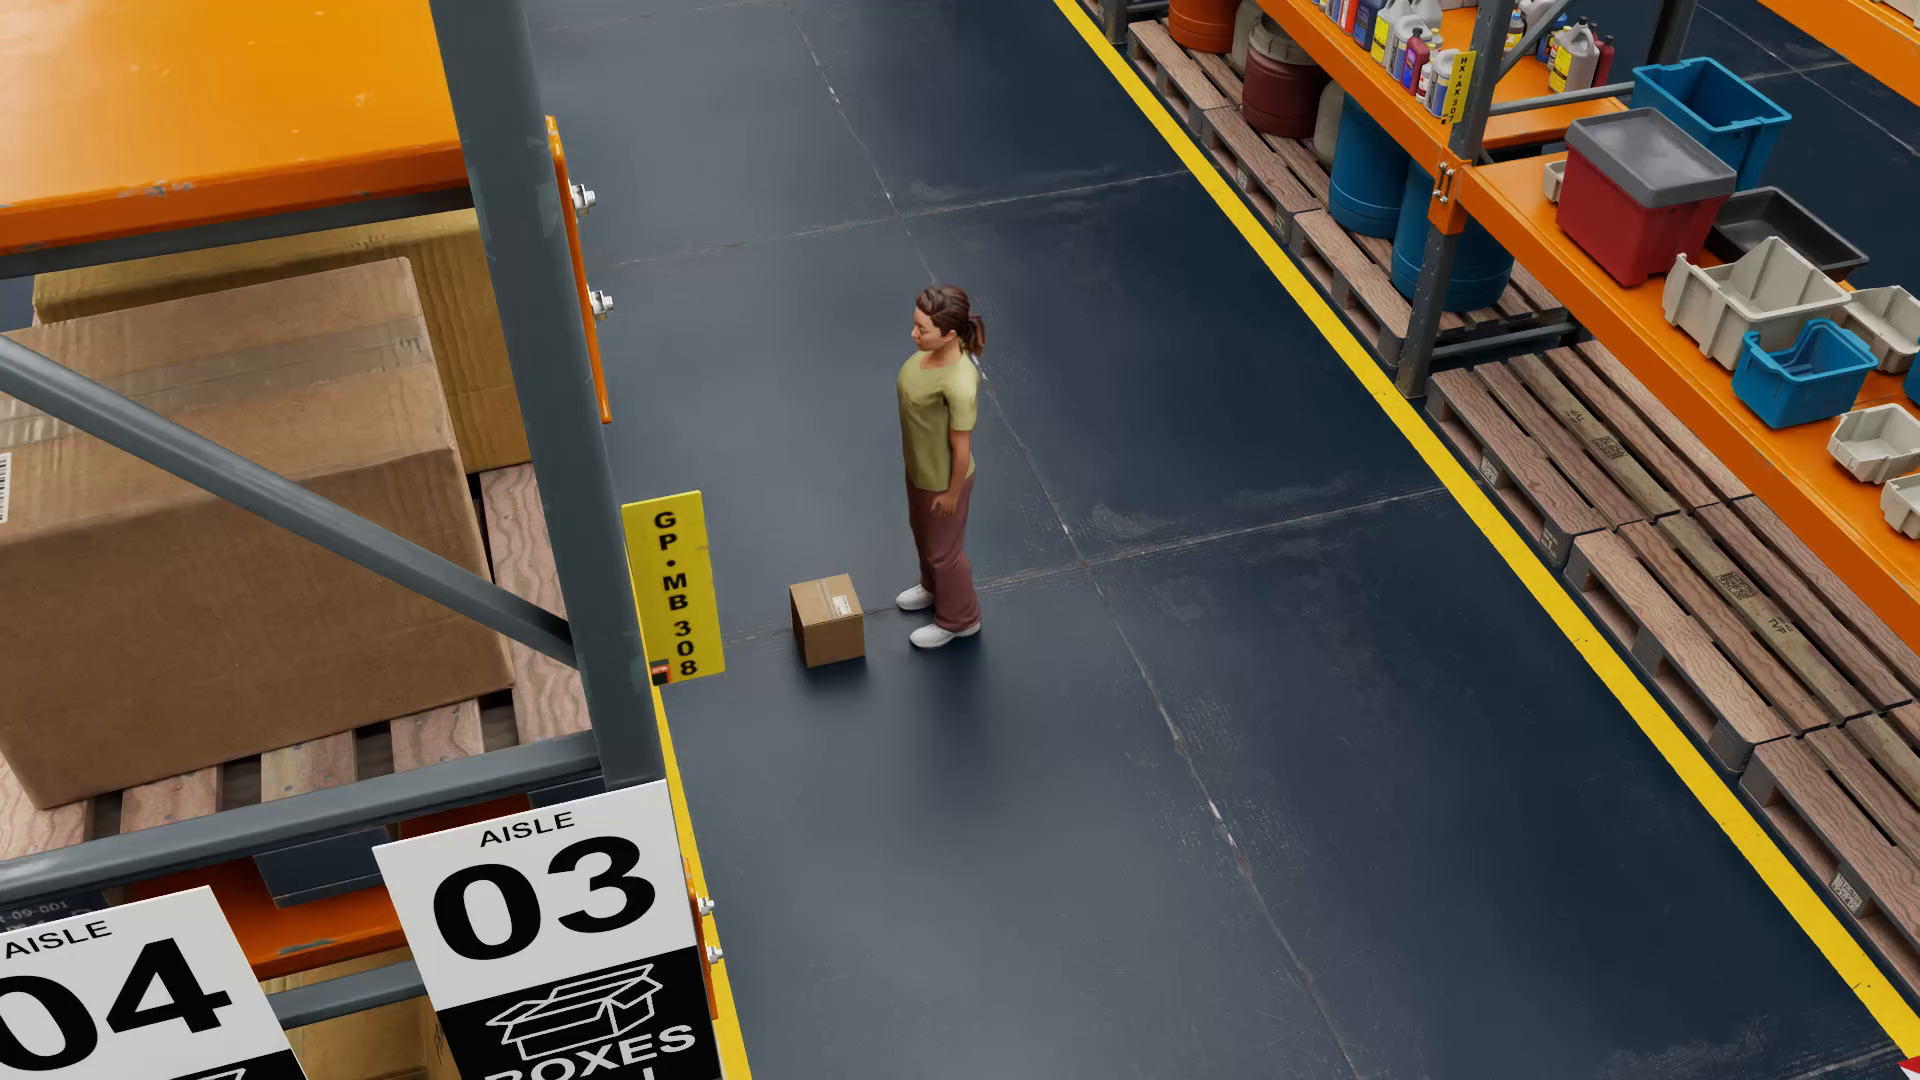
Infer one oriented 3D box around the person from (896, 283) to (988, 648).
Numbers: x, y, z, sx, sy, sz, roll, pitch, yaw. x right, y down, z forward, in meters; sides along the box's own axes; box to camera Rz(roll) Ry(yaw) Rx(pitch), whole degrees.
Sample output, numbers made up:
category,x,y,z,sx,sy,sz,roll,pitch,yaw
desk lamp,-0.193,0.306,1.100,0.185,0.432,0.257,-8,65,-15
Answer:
category,x,y,z,sx,sy,sz,roll,pitch,yaw
person,-0.067,-0.281,6.475,0.354,1.670,0.441,-11,44,-12
